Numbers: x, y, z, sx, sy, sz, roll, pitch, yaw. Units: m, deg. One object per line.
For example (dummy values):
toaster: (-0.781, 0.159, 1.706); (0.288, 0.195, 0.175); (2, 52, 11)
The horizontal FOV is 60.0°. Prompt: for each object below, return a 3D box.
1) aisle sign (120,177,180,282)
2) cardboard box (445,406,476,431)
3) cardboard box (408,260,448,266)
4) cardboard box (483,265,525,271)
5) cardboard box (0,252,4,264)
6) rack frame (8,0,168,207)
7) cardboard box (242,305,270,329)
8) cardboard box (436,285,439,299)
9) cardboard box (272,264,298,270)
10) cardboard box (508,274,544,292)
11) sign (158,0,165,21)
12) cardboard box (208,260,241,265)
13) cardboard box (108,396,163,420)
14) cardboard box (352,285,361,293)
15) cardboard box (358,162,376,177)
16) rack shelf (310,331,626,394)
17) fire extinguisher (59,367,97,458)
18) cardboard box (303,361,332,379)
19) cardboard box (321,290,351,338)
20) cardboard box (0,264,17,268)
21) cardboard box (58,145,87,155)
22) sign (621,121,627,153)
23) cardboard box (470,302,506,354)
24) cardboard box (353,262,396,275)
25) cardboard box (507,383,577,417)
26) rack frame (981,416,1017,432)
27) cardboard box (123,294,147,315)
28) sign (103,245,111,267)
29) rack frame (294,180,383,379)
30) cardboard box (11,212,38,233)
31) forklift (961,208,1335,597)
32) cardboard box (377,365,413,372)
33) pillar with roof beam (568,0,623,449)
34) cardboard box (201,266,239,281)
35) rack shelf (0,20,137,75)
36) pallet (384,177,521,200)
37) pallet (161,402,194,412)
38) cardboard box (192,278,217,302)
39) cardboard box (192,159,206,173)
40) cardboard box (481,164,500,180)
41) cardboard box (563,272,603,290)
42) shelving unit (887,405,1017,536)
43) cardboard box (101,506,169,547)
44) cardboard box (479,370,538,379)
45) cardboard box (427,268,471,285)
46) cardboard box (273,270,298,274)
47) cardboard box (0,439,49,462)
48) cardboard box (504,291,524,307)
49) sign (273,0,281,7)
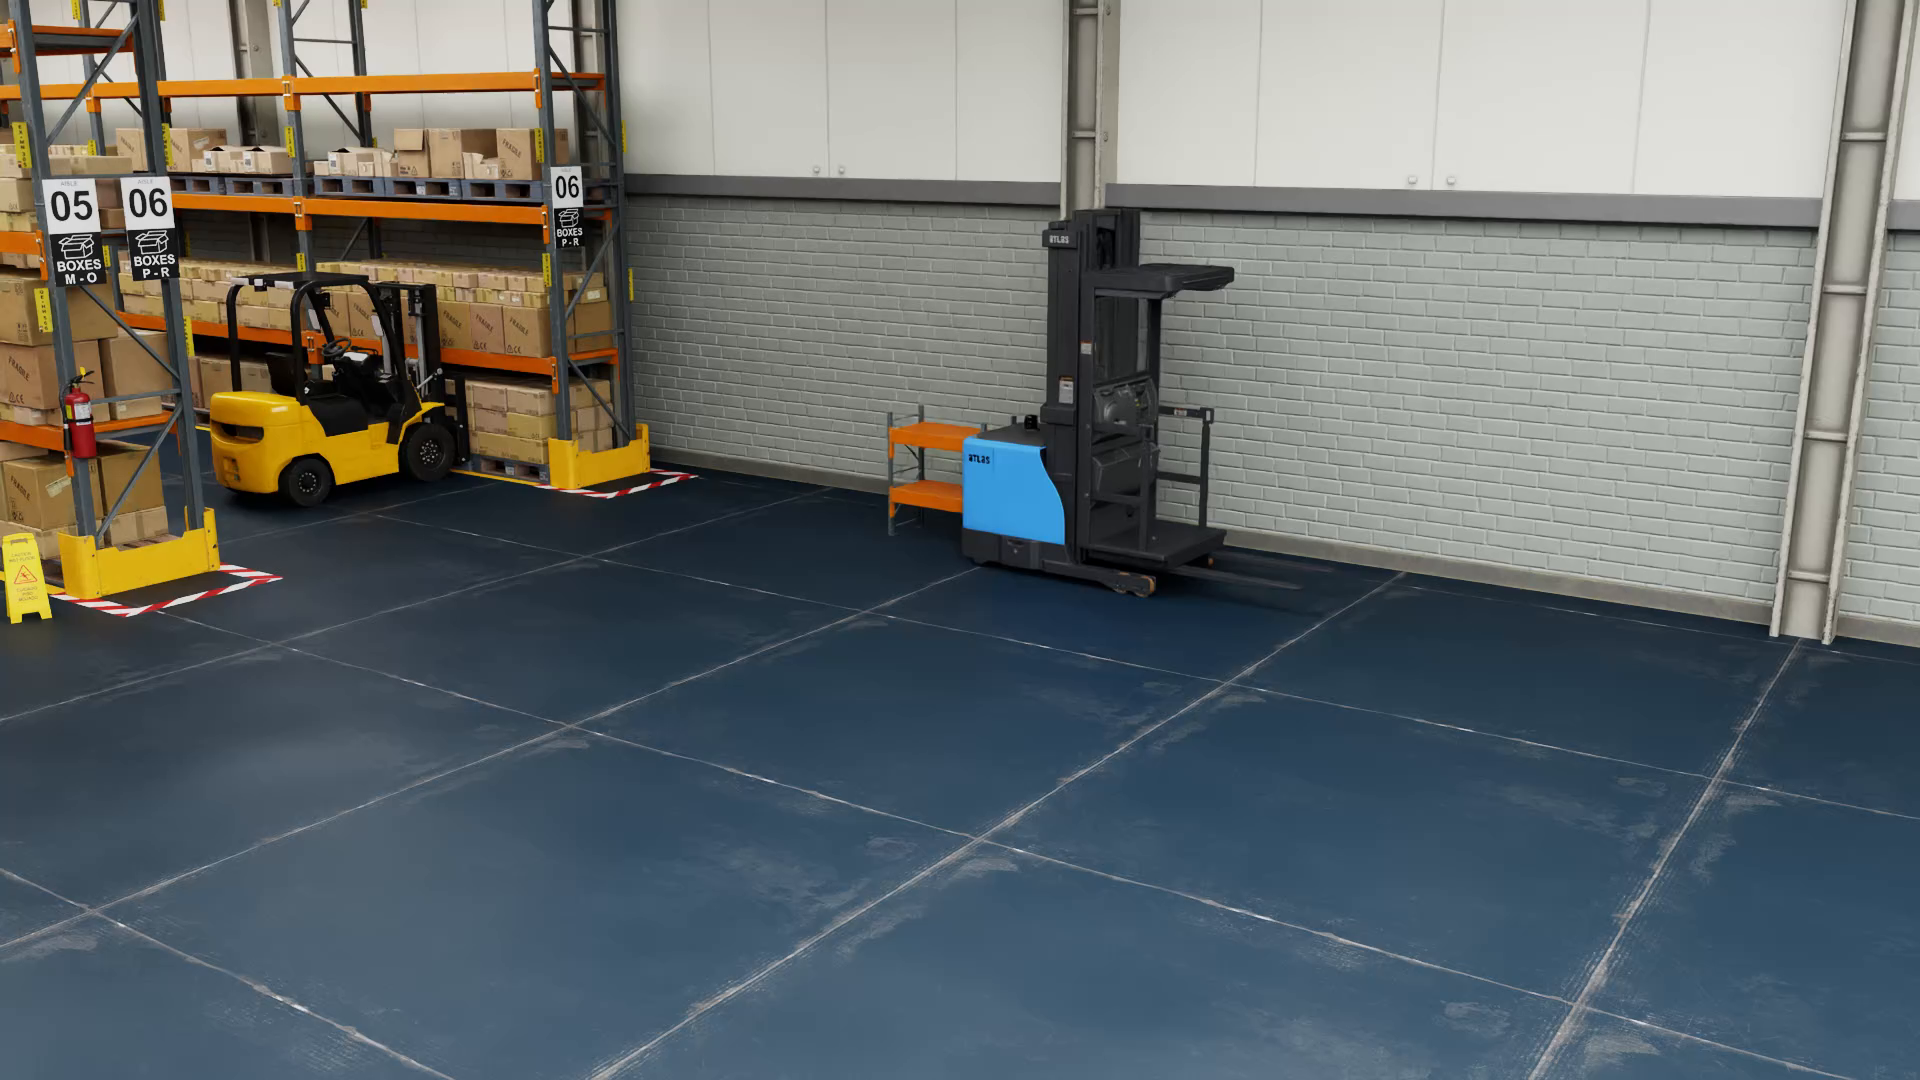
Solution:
aisle sign: (-6.321, -2.431, 12.989); (0.004, 0.787, 0.394); (9, 17, 33)
cardboard box: (-5.207, -1.355, 17.860); (0.500, 0.250, 0.500); (9, 16, 32)
cardboard box: (-6.009, -3.071, 18.810); (0.250, 0.149, 0.380); (9, 16, 32)
cardboard box: (-4.955, -2.897, 18.105); (0.250, 0.149, 0.380); (9, 16, 31)
cardboard box: (-13.029, -3.788, 22.801); (0.500, 0.500, 0.700); (9, 17, 33)
rack frame: (-6.545, -4.027, 12.365); (0.127, 3.000, 1.000); (9, 17, 33)
cardboard box: (-8.081, -2.651, 19.601); (0.500, 0.250, 0.500); (9, 17, 32)
cardboard box: (-5.457, -2.678, 17.841); (0.250, 0.149, 0.380); (9, 17, 32)
cardboard box: (-8.085, -3.244, 20.126); (0.250, 0.149, 0.380); (9, 17, 33)
cardboard box: (-4.415, -2.646, 17.093); (0.250, 0.149, 0.380); (9, 17, 33)
sign: (-10.109, -6.732, 21.016); (0.005, 0.325, 0.100); (9, 17, 33)
cardboard box: (-9.157, -3.409, 20.794); (0.250, 0.149, 0.380); (9, 17, 32)
cardboard box: (-6.711, -1.080, 13.466); (0.250, 0.149, 0.380); (9, 17, 33)
cardboard box: (-6.532, -2.846, 18.520); (0.250, 0.149, 0.380); (9, 17, 33)
cardboard box: (-6.256, -4.004, 17.956); (0.250, 0.149, 0.380); (10, 17, 34)
rack shelf: (-5.437, -2.024, 18.255); (4.000, 0.370, 1.077); (9, 17, 33)
fire extinguisher: (-6.707, -0.970, 12.662); (0.183, 0.674, 0.296); (9, 17, 33)
cardboard box: (-7.536, -1.761, 19.761); (0.625, 0.625, 0.875); (10, 17, 35)
cardboard box: (-6.875, -2.579, 18.790); (0.500, 0.500, 0.500); (9, 16, 31)
cardboard box: (-8.324, -2.030, 13.874); (0.500, 0.500, 0.700); (9, 17, 32)
cardboard box: (-11.275, -4.968, 21.272); (0.250, 0.149, 0.380); (9, 16, 31)
sign: (-3.463, -4.134, 17.054); (0.005, 0.325, 0.100); (9, 17, 33)
cardboard box: (-4.758, -2.239, 17.417); (0.500, 0.500, 0.500); (10, 17, 35)
cardboard box: (-6.514, -2.998, 18.515); (0.250, 0.149, 0.380); (9, 16, 32)
cardboard box: (-4.334, -1.459, 17.244); (0.500, 0.250, 0.500); (10, 17, 35)
rack frame: (0.339, -0.489, 14.459); (0.032, 1.125, 0.500); (10, 17, 35)
cardboard box: (-10.184, -2.997, 21.000); (0.500, 0.250, 0.500); (9, 17, 33)
sign: (-10.711, -3.592, 20.848); (0.005, 0.325, 0.100); (9, 17, 33)
rack frame: (-7.097, -2.642, 19.252); (0.127, 3.000, 1.000); (9, 17, 33)
cardboard box: (-6.997, -2.441, 12.723); (0.250, 0.149, 0.380); (9, 17, 33)
forklift: (1.501, -1.119, 13.242); (3.031, 2.935, 1.130); (10, 17, 35)
cardboard box: (-6.452, -1.798, 18.612); (0.500, 0.250, 0.500); (9, 17, 33)
pillar with roof beam: (-6.255, -4.432, 14.000); (0.400, 9.000, 9.100); (9, 17, 33)
cardboard box: (-8.844, -3.192, 19.918); (0.250, 0.149, 0.380); (9, 16, 31)
rack shelf: (-8.205, -3.945, 13.535); (4.000, 0.370, 1.077); (9, 17, 33)
pallet: (-5.367, -3.782, 17.800); (1.213, 0.211, 1.003); (9, 17, 33)
pallet: (-9.755, -1.706, 21.277); (1.213, 0.211, 1.003); (9, 17, 33)
cardboard box: (-8.907, -3.035, 20.114); (0.500, 0.250, 0.500); (9, 17, 34)
cardboard box: (-8.819, -4.419, 19.629); (0.250, 0.149, 0.380); (9, 16, 32)
cardboard box: (-4.635, -3.742, 16.897); (0.250, 0.149, 0.380); (9, 16, 31)
cardboard box: (-3.937, -2.701, 17.314); (0.250, 0.149, 0.380); (9, 16, 32)
shelving unit: (-0.074, -0.561, 14.747); (1.048, 1.125, 0.538); (10, 17, 35)
cardboard box: (-7.060, -0.148, 14.025); (0.500, 0.250, 0.500); (9, 17, 32)
cardboard box: (-4.897, -1.697, 18.205); (0.500, 0.250, 0.500); (9, 17, 32)
cardboard box: (-5.469, -2.824, 17.810); (0.250, 0.149, 0.380); (9, 17, 34)
cardboard box: (-7.729, -3.038, 19.294); (0.250, 0.149, 0.380); (9, 16, 32)
cardboard box: (-7.697, -0.754, 13.566); (0.250, 0.149, 0.380); (10, 17, 34)
cardboard box: (-4.451, -2.488, 17.072); (0.250, 0.149, 0.380); (9, 17, 34)
sign: (-7.390, -5.936, 17.966); (0.005, 0.325, 0.100); (9, 17, 33)
